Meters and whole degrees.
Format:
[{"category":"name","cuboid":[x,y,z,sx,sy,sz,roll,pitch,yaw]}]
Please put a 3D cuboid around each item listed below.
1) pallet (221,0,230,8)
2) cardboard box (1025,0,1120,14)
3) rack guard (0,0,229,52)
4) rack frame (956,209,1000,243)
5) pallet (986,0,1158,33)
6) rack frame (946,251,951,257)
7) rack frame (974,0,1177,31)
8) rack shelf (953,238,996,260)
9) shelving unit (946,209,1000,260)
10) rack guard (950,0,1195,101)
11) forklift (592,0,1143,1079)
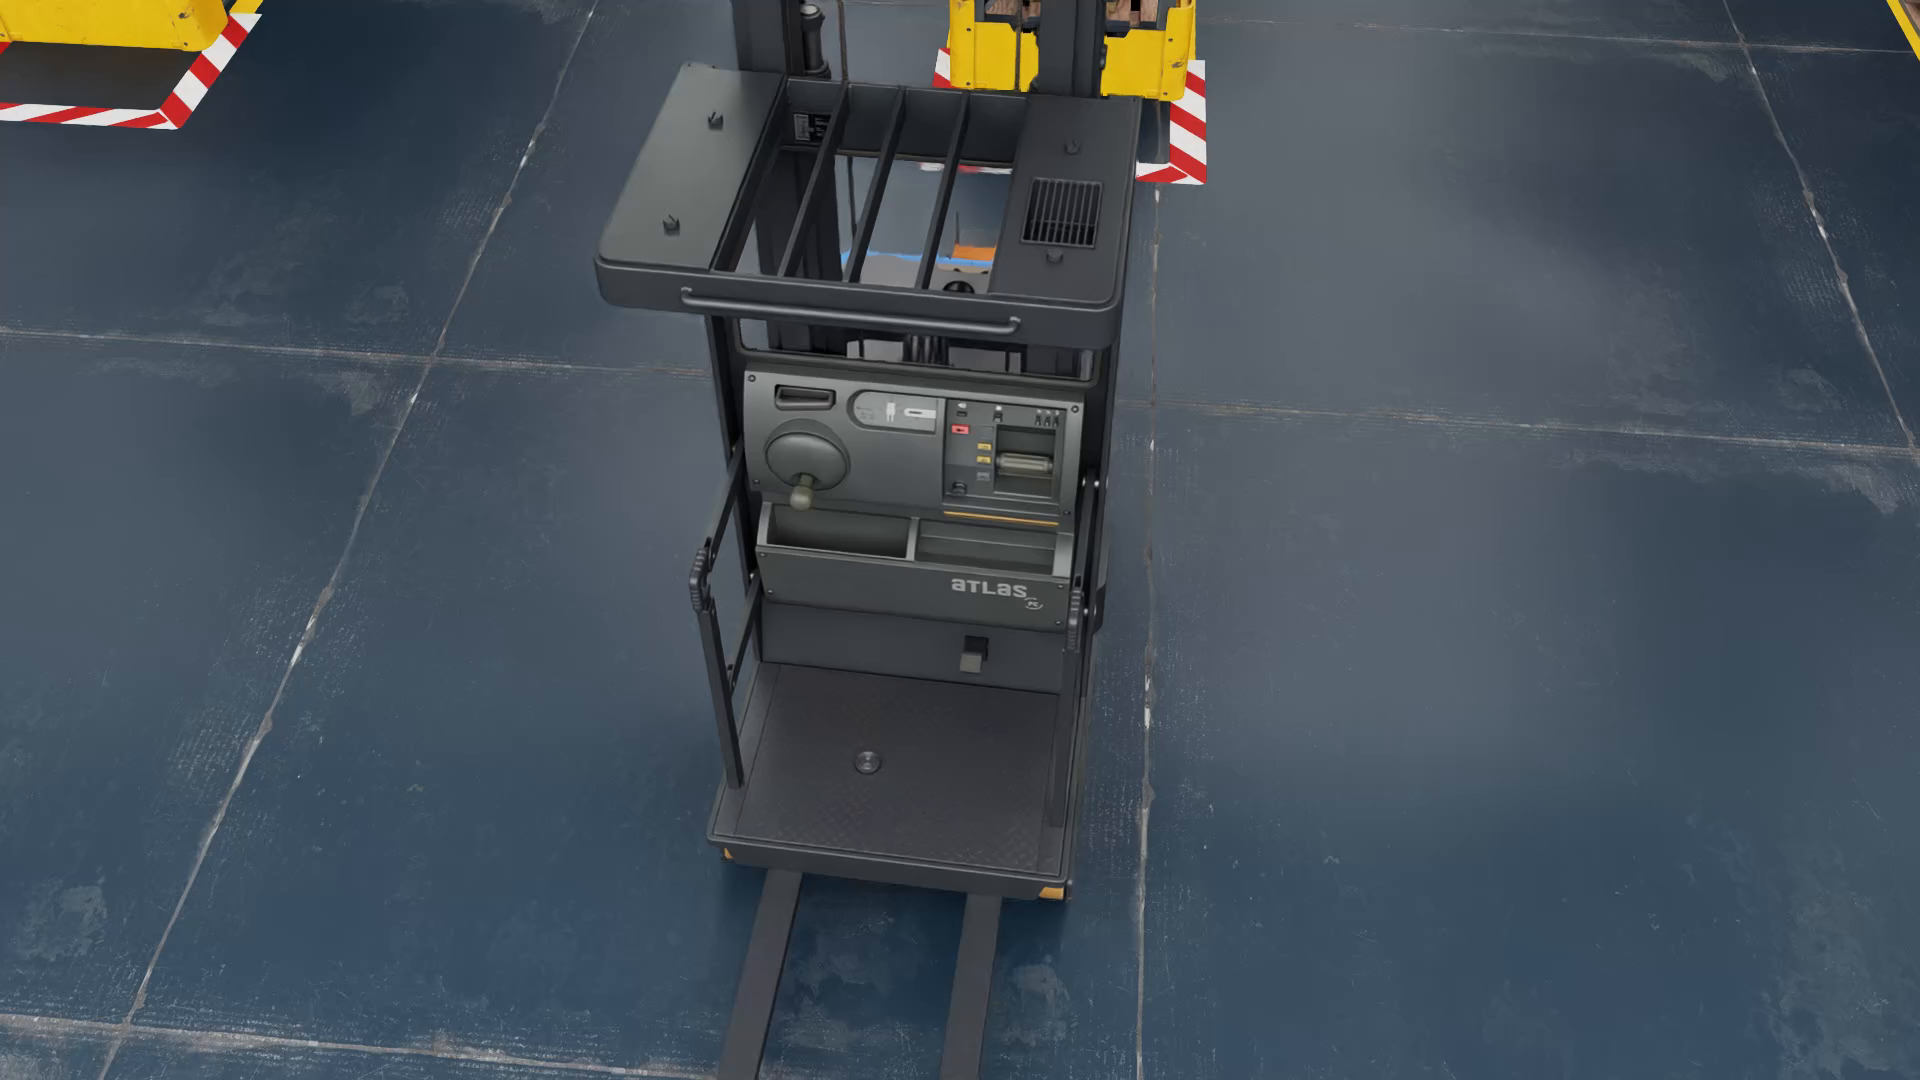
[{"category":"pallet","cuboid":[-4.357,-3.340,9.162,1.003,0.211,1.213,4,48,4]},{"category":"cardboard box","cuboid":[0.609,-3.049,8.415,0.500,0.500,0.500,12,49,11]},{"category":"rack guard","cuboid":[-4.436,-2.841,8.510,1.175,0.500,0.348,4,48,4]},{"category":"rack frame","cuboid":[0.086,-0.807,6.277,0.200,1.050,0.008,6,48,5]},{"category":"pallet","cuboid":[0.652,-3.002,8.853,1.003,0.211,1.213,4,48,4]},{"category":"rack frame","cuboid":[0.052,-0.629,6.114,0.200,1.050,0.008,6,48,5]},{"category":"rack frame","cuboid":[0.536,-3.293,7.229,1.000,3.000,0.127,4,48,4]},{"category":"rack shelf","cuboid":[0.069,-0.902,5.994,0.215,0.259,0.240,6,48,5]},{"category":"shelving unit","cuboid":[0.069,-0.718,6.195,0.215,1.050,0.252,6,48,5]},{"category":"rack guard","cuboid":[0.543,-2.505,8.202,1.175,0.500,0.348,4,48,4]},{"category":"forklift","cuboid":[-0.160,-0.151,4.402,1.130,2.935,3.031,6,48,5]}]
